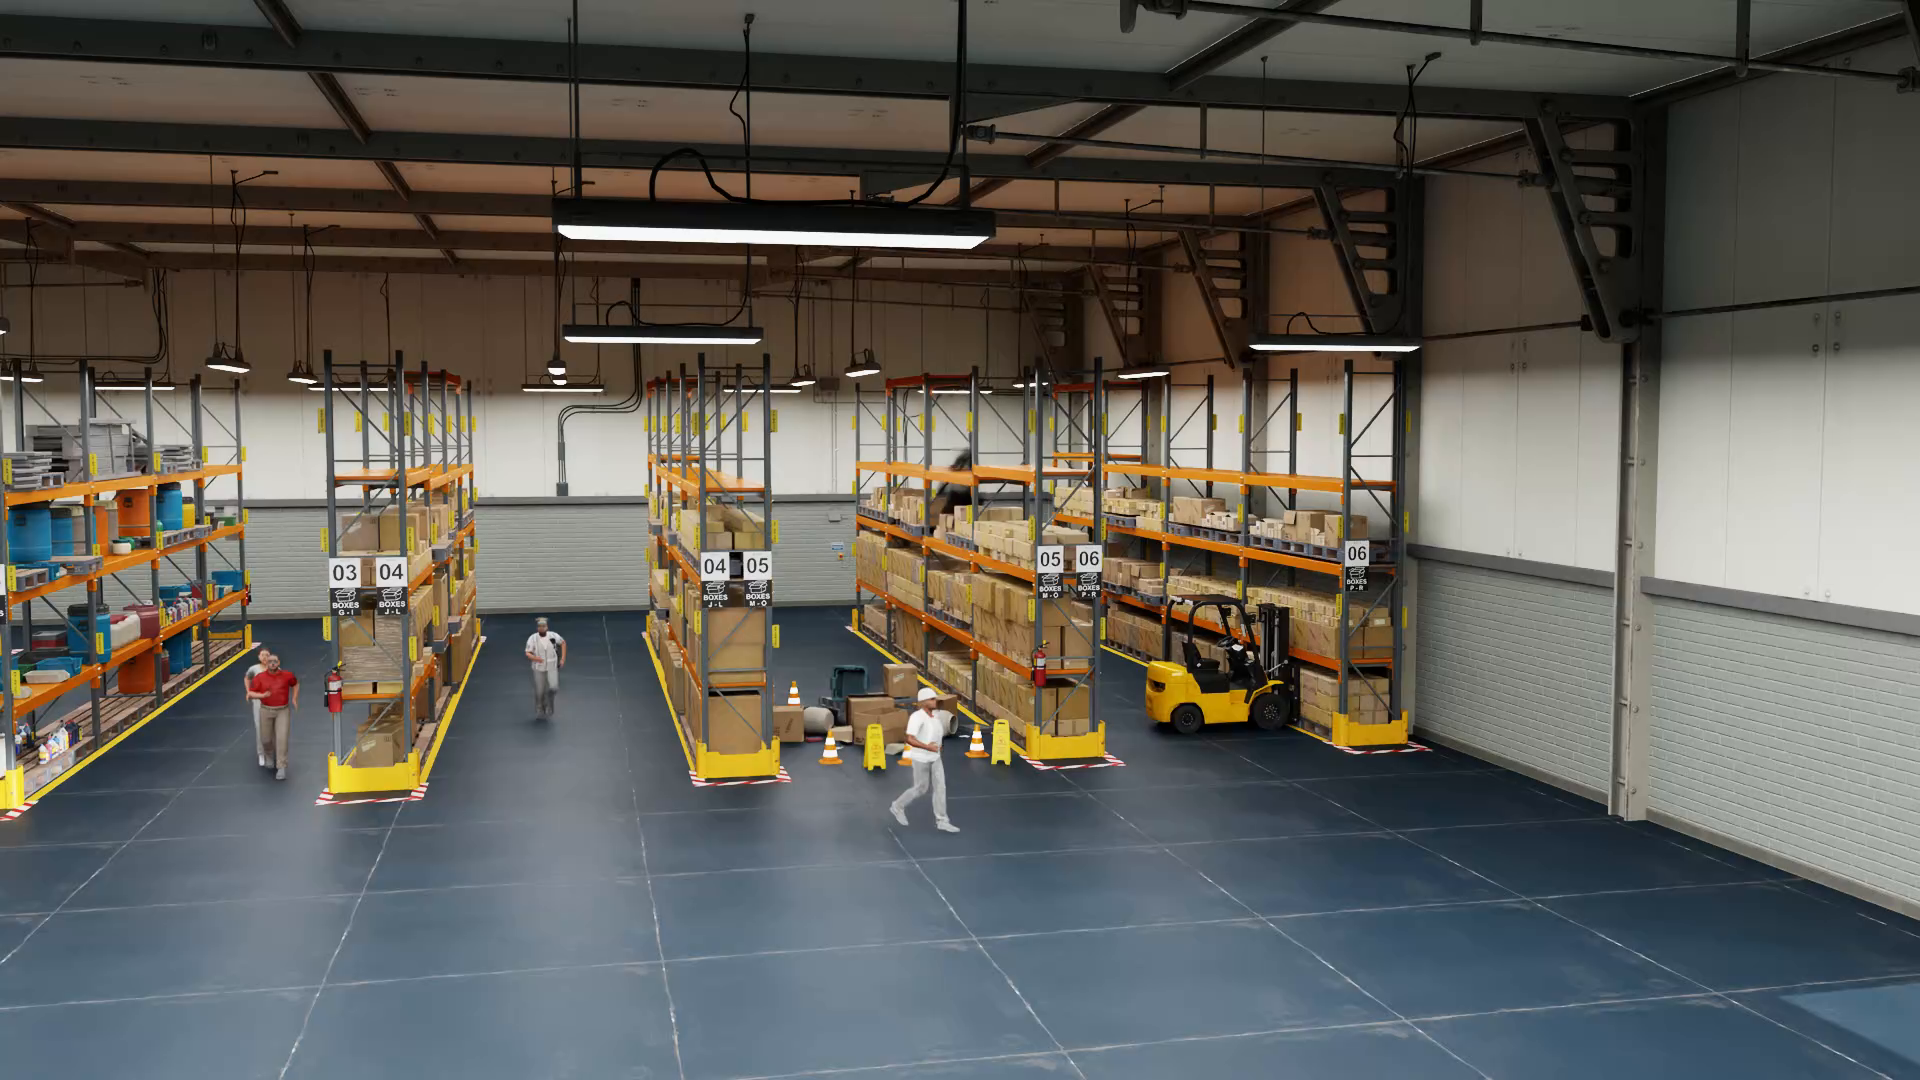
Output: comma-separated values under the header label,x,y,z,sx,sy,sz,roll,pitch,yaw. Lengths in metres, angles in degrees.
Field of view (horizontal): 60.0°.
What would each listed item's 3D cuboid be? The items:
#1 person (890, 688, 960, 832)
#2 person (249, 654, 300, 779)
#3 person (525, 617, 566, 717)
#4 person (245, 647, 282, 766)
label,x,y,z,sx,sy,sz,roll,pitch,yaw
person,-0.436,2.691,20.419,0.932,1.762,0.699,2,5,32
person,-9.745,2.475,23.647,0.663,1.714,0.987,-1,4,-20
person,-7.008,2.160,28.158,0.691,1.738,0.809,-1,4,-18
person,-10.302,2.431,24.667,0.550,1.693,0.904,-2,4,-24
